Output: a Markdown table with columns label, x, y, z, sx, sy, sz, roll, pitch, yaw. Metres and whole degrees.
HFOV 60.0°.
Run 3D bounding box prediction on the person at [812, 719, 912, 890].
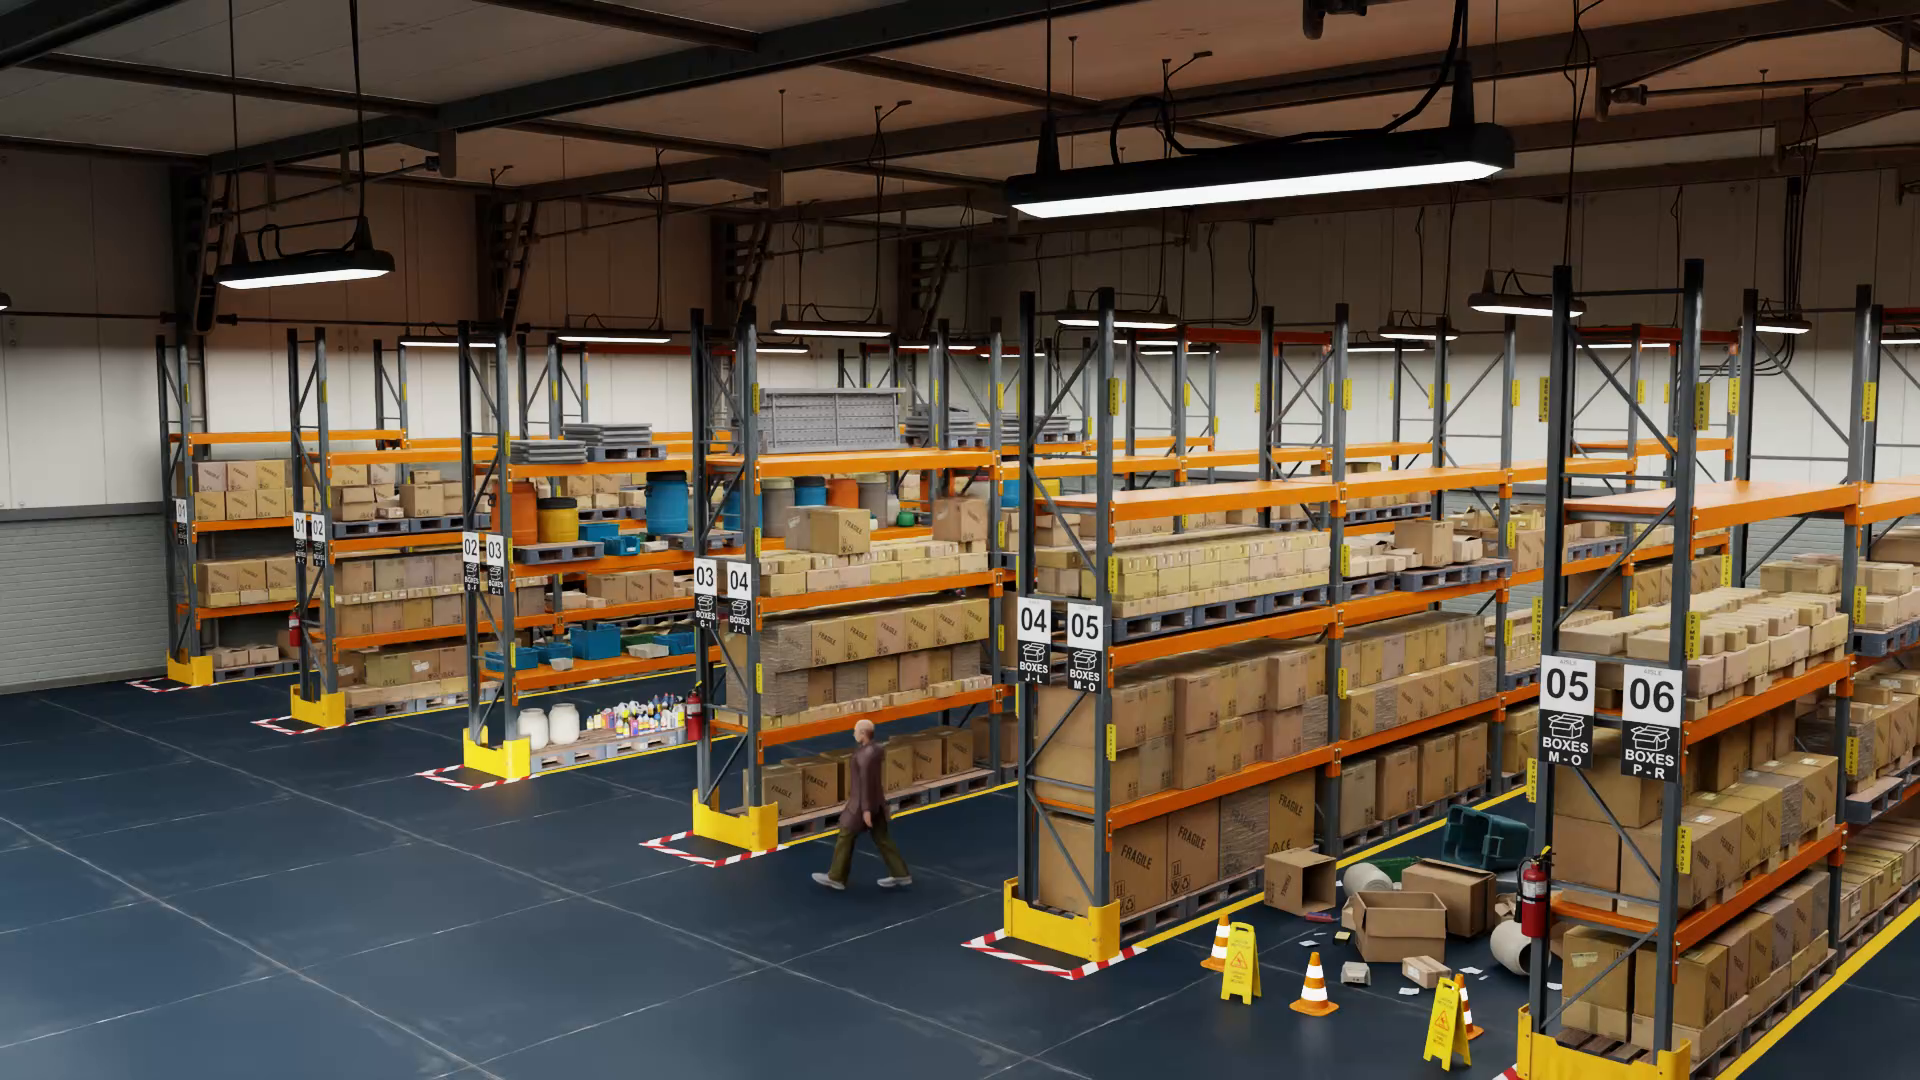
| label | x | y | z | sx | sy | sz | roll | pitch | yaw |
| --- | --- | --- | --- | --- | --- | --- | --- | --- | --- |
| person | -0.981 | 2.701 | 17.026 | 0.978 | 1.755 | 0.566 | 2 | 6 | 24 |
